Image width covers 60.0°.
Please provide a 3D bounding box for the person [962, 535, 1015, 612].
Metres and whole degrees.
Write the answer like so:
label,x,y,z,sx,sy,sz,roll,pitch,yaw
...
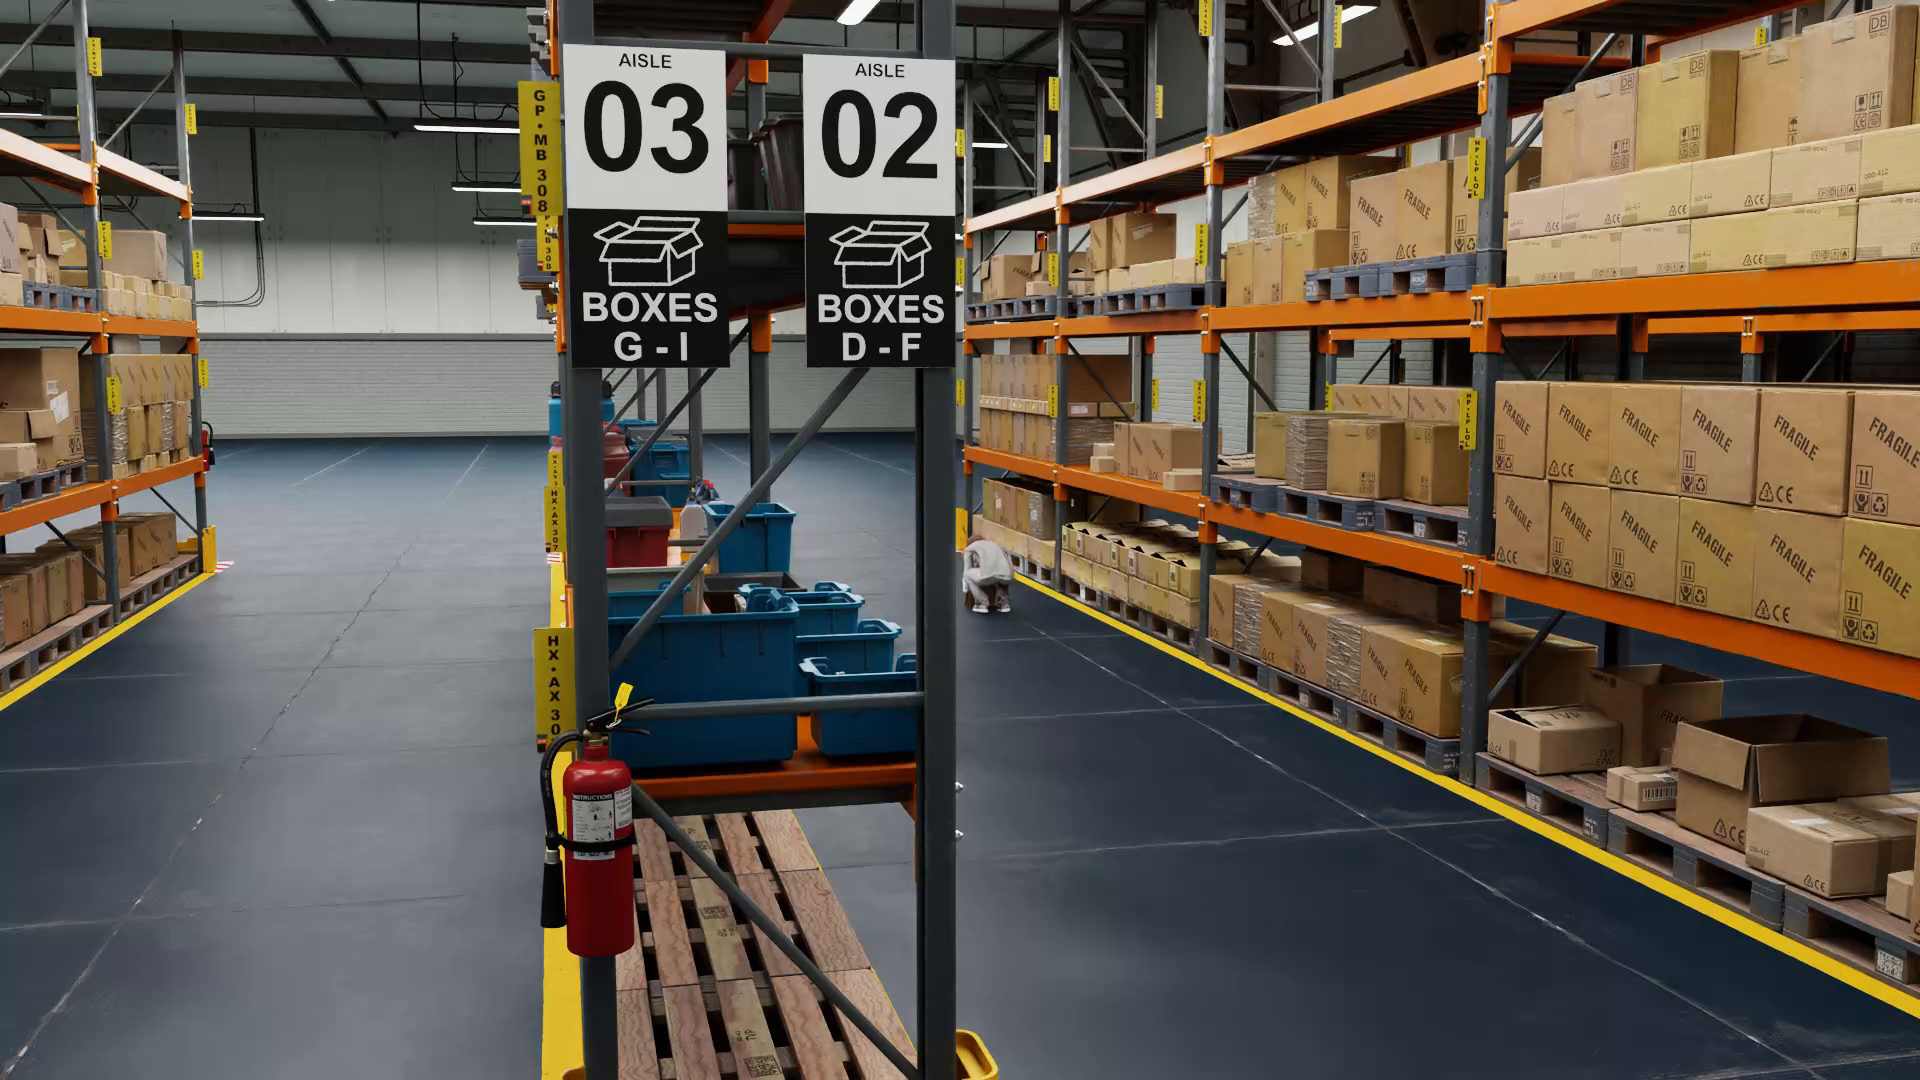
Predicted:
label,x,y,z,sx,sy,sz,roll,pitch,yaw
person,0.267,0.364,16.004,0.432,0.762,0.835,-2,7,-13
